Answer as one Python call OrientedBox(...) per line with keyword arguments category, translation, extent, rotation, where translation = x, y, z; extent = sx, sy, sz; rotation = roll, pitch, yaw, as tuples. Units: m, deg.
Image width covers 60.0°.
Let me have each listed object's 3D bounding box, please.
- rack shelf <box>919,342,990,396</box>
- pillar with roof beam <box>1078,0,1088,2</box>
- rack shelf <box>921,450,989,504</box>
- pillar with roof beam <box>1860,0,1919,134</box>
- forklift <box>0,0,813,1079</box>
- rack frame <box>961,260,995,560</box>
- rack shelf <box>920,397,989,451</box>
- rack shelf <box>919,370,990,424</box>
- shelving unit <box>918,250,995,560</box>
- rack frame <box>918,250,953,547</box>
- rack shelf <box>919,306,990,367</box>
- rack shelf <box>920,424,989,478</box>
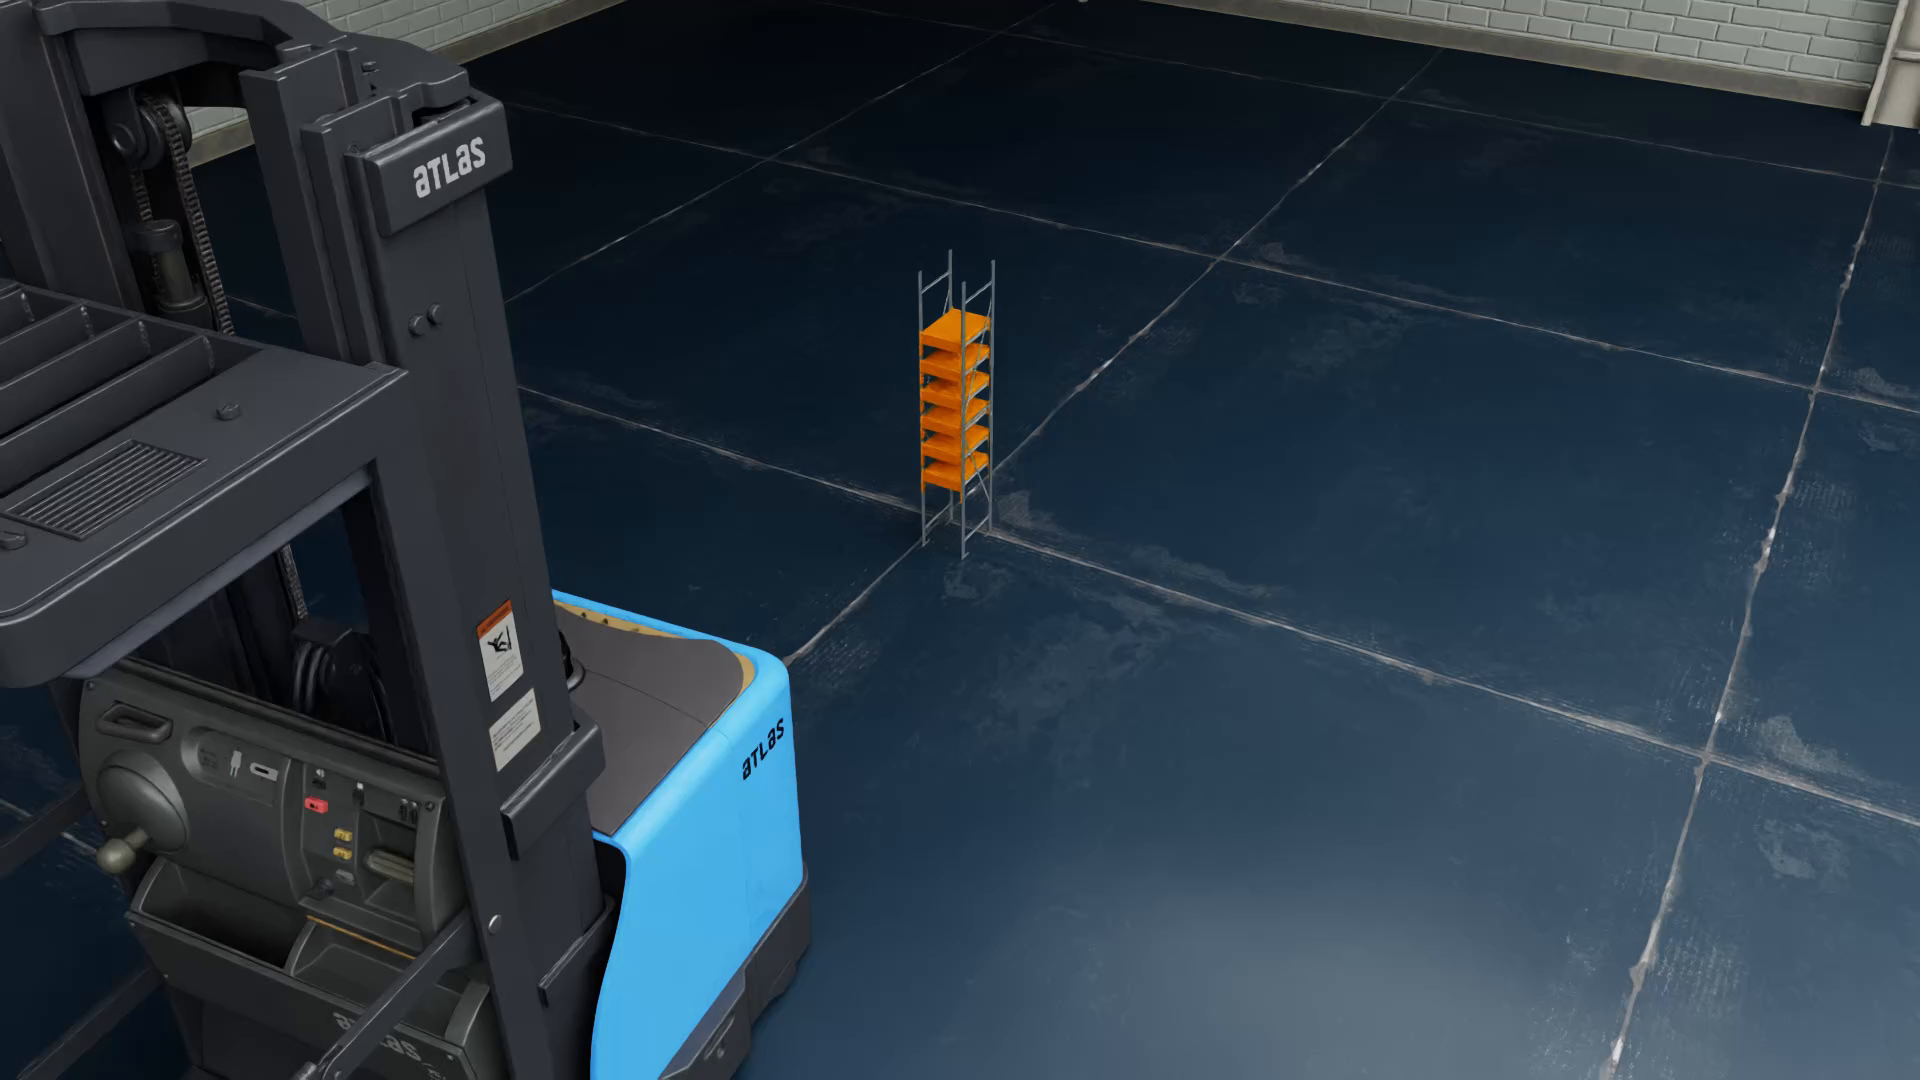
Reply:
OrientedBox(category="rack shelf", translation=(-0.013, -0.666, 6.315), extent=(0.180, 0.103, 0.258), rotation=(18, 37, 24))
OrientedBox(category="pillar with roof beam", translation=(-1.250, -6.042, 7.704), extent=(0.400, 9.000, 9.100), rotation=(18, 37, 24))
OrientedBox(category="rack shelf", translation=(-0.013, -0.267, 6.581), extent=(0.180, 0.103, 0.258), rotation=(18, 37, 24))
OrientedBox(category="pillar with roof beam", translation=(3.959, -4.392, 5.226), extent=(0.400, 9.000, 9.100), rotation=(18, 37, 24))
OrientedBox(category="forklift", translation=(-1.503, 0.612, 3.187), extent=(1.130, 2.935, 3.031), rotation=(14, 36, 20))
OrientedBox(category="rack frame", translation=(0.067, -0.478, 6.386), extent=(0.006, 1.200, 0.240), rotation=(18, 37, 24))
OrientedBox(category="rack shelf", translation=(-0.013, -0.466, 6.448), extent=(0.180, 0.103, 0.258), rotation=(18, 37, 24))
OrientedBox(category="rack shelf", translation=(-0.013, -0.566, 6.382), extent=(0.180, 0.103, 0.258), rotation=(18, 37, 24))
OrientedBox(category="shelving unit", translation=(-0.013, -0.503, 6.423), extent=(0.189, 1.200, 0.258), rotation=(18, 37, 24))
OrientedBox(category="rack frame", translation=(-0.092, -0.529, 6.461), extent=(0.006, 1.200, 0.240), rotation=(18, 37, 24))
OrientedBox(category="rack shelf", translation=(-0.013, -0.766, 6.249), extent=(0.180, 0.103, 0.258), rotation=(18, 37, 24))
OrientedBox(category="rack shelf", translation=(-0.013, -0.367, 6.515), extent=(0.180, 0.103, 0.258), rotation=(18, 37, 24))
